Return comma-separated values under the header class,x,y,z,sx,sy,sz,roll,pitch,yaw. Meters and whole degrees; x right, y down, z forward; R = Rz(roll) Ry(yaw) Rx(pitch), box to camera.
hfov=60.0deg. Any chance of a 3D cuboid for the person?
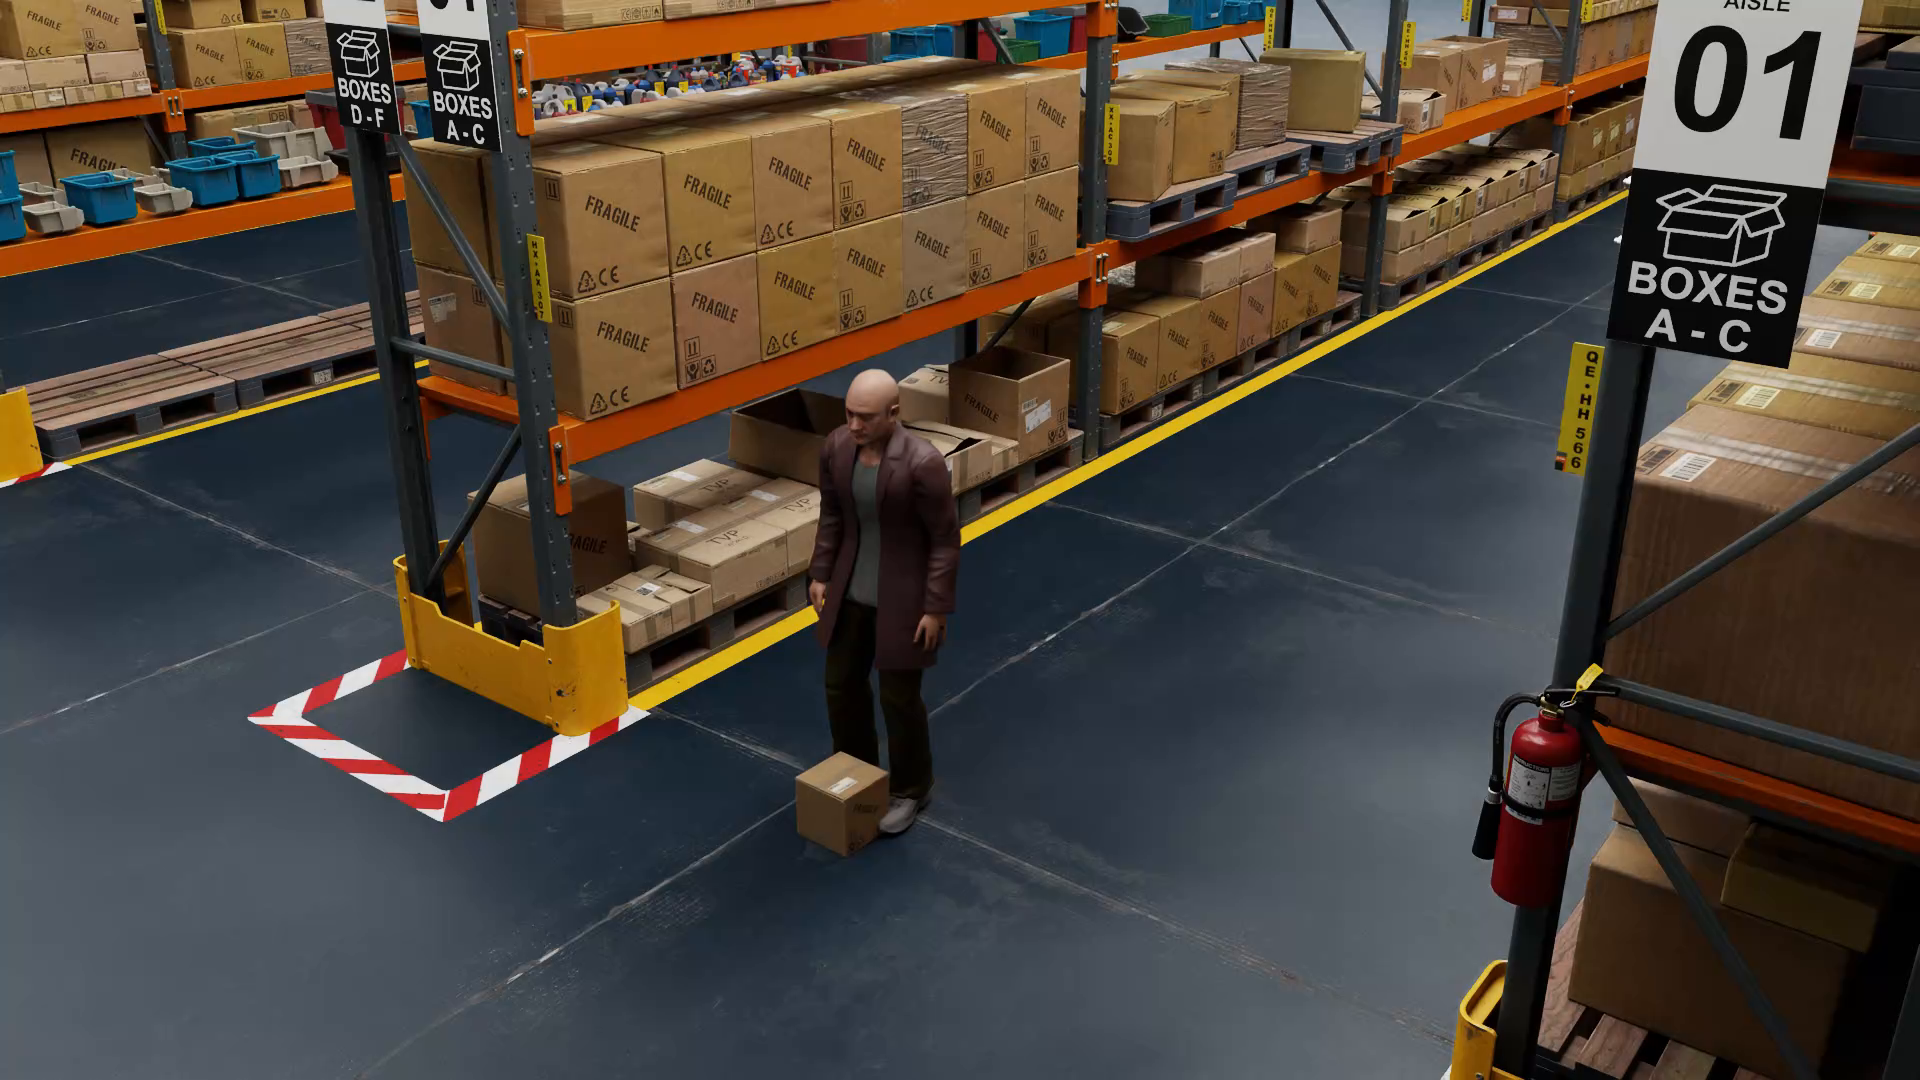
class,x,y,z,sx,sy,sz,roll,pitch,yaw
person,-0.295,0.209,6.131,0.640,1.772,0.428,15,27,31
